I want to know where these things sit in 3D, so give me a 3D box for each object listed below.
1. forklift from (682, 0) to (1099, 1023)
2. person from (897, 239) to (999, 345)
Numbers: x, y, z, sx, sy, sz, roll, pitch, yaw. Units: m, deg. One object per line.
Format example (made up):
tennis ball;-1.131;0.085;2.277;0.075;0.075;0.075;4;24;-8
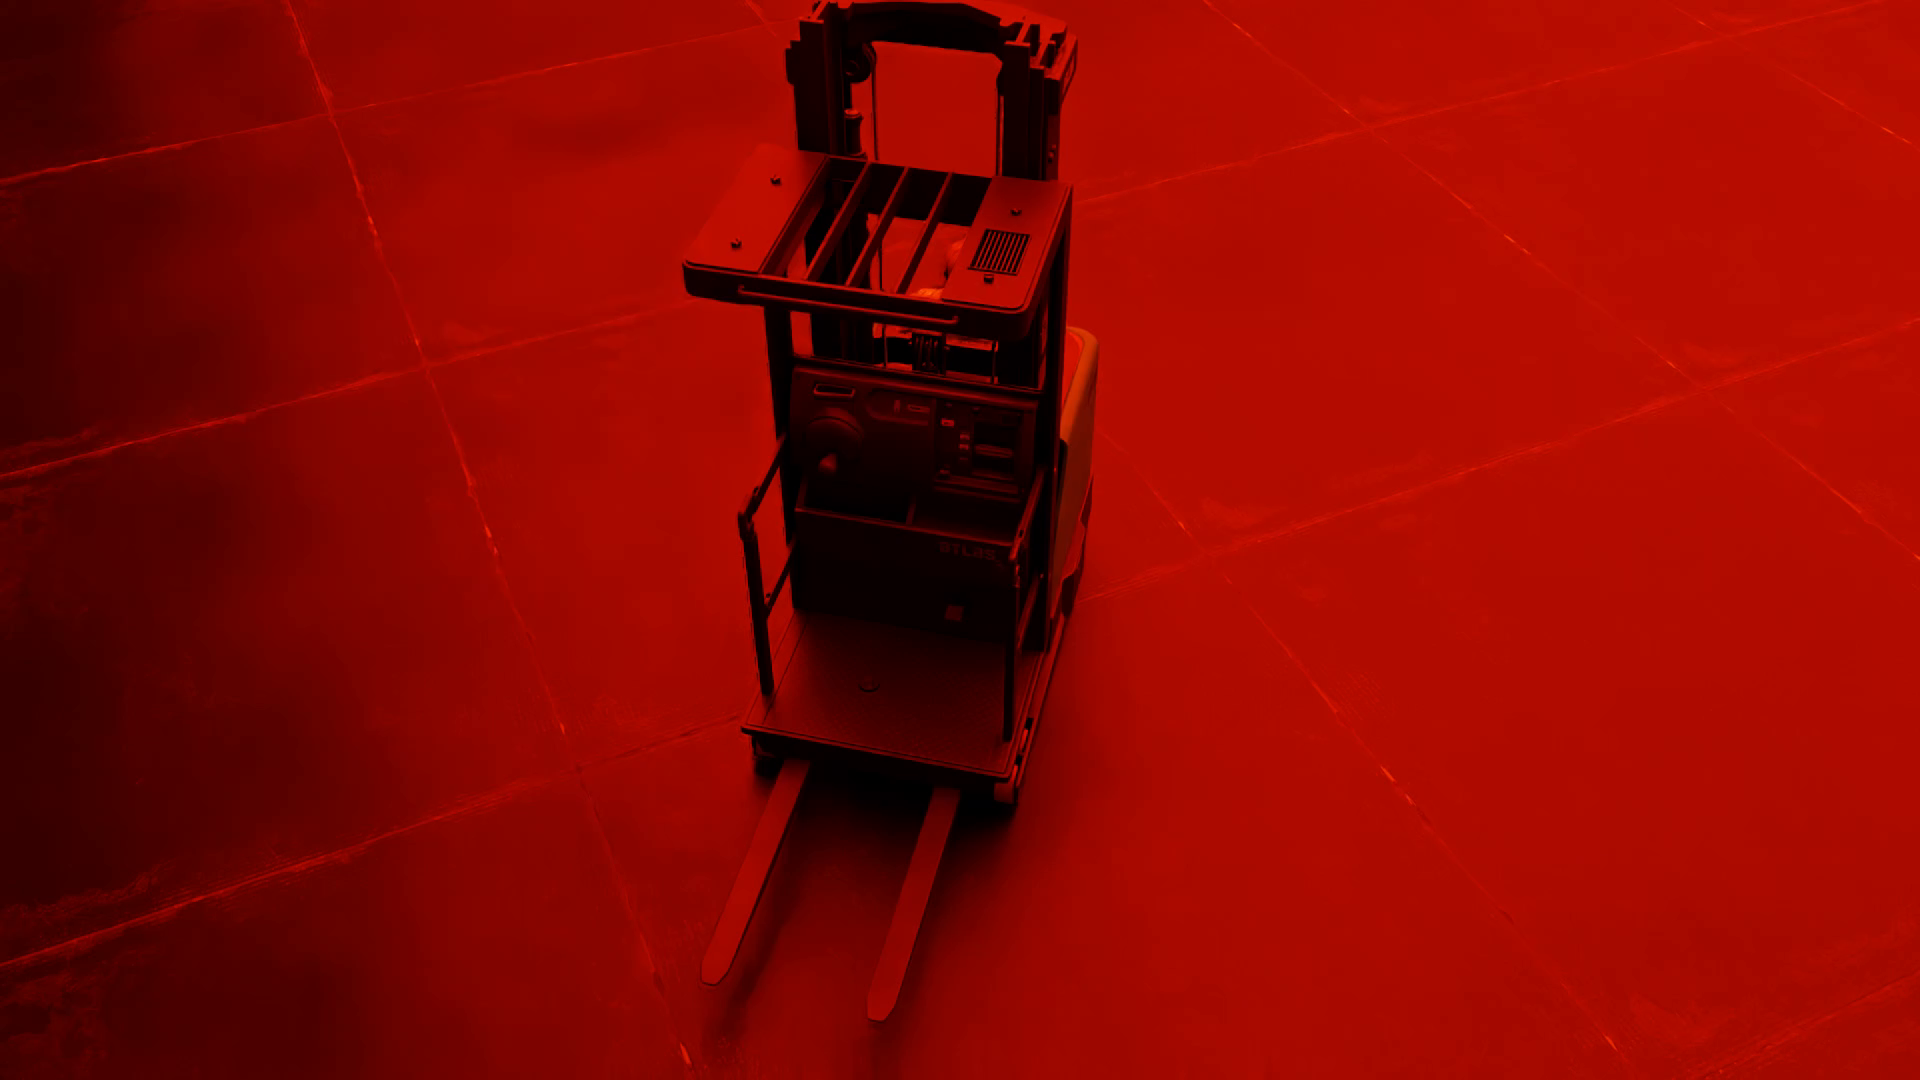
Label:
forklift;-0.228;-0.305;6.007;1.130;2.935;3.031;9;44;10
person;0.041;-0.667;7.370;0.685;1.605;0.479;14;45;14
